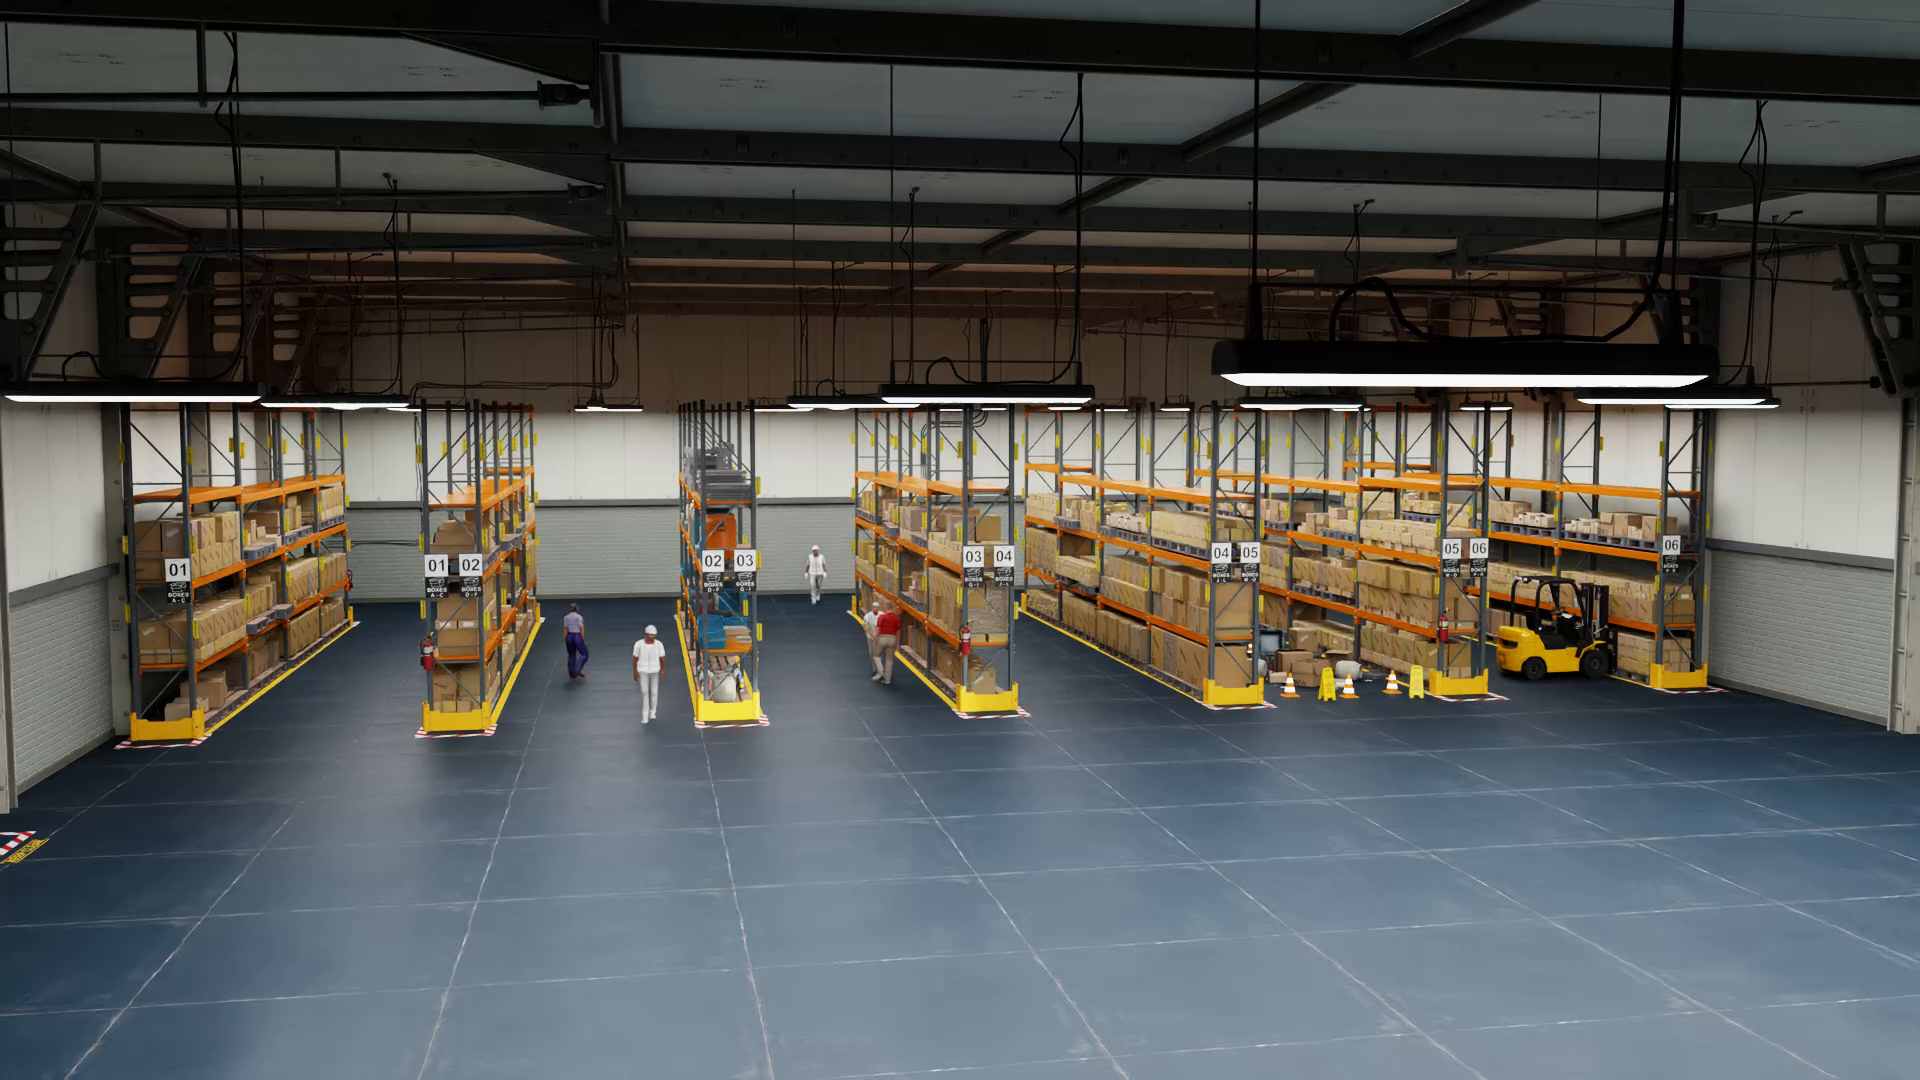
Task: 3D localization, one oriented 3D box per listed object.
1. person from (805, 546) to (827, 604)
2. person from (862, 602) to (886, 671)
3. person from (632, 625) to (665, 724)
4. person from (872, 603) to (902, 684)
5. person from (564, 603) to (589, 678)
[{"bbox_3d":[-4.365,1.029,50.385,0.636,1.720,1.039,-1,4,-9],"label":"person"},{"bbox_3d":[-1.854,2.148,36.923,0.610,1.582,0.758,0,4,0],"label":"person"},{"bbox_3d":[-5.800,2.510,31.127,0.596,1.811,0.611,-2,5,-20],"label":"person"},{"bbox_3d":[-1.566,2.191,35.329,0.658,1.726,0.489,-1,4,-12],"label":"person"},{"bbox_3d":[-8.353,2.189,36.019,0.526,1.648,0.477,2,5,19],"label":"person"}]
